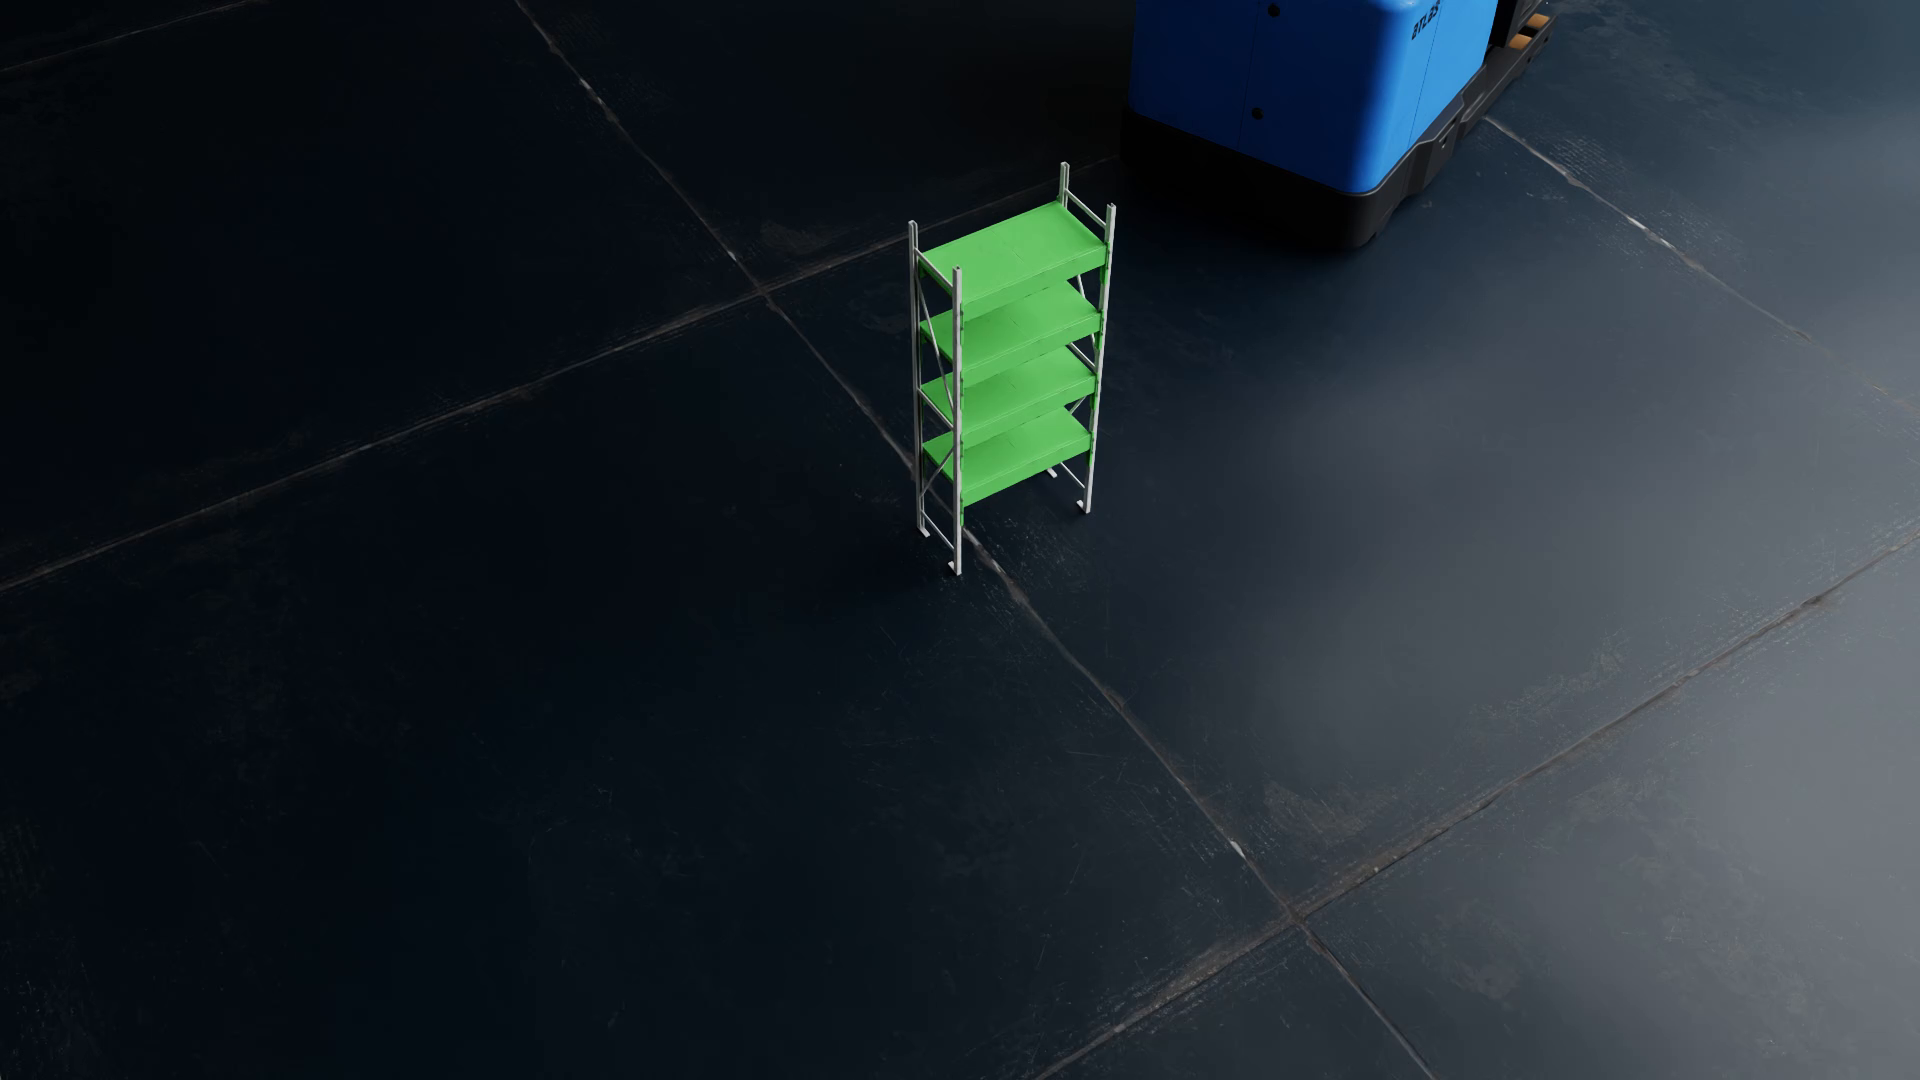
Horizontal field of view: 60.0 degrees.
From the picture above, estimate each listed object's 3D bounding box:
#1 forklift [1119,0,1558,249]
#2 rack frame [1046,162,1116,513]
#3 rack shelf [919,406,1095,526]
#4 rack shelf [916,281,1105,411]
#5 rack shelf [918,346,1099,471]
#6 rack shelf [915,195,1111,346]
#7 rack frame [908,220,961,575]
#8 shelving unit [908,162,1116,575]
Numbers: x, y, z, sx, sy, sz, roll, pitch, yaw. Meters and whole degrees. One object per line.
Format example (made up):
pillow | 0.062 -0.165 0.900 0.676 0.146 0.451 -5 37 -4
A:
forklift | 1.873 -3.114 6.060 1.130 2.935 3.031 27 54 22
rack frame | 0.346 -0.562 4.947 0.015 1.200 0.240 -25 53 -21
rack shelf | 0.140 -0.263 5.088 0.480 0.148 0.258 -25 53 -21
rack shelf | 0.140 -0.582 4.729 0.480 0.148 0.258 -25 53 -21
rack shelf | 0.140 -0.422 4.908 0.480 0.148 0.258 -25 53 -21
rack shelf | 0.140 -0.742 4.550 0.480 0.148 0.258 -25 53 -21
rack frame | -0.066 -0.368 4.774 0.015 1.200 0.240 -25 53 -21
shelving unit | 0.140 -0.465 4.861 0.503 1.200 0.258 -25 53 -21
